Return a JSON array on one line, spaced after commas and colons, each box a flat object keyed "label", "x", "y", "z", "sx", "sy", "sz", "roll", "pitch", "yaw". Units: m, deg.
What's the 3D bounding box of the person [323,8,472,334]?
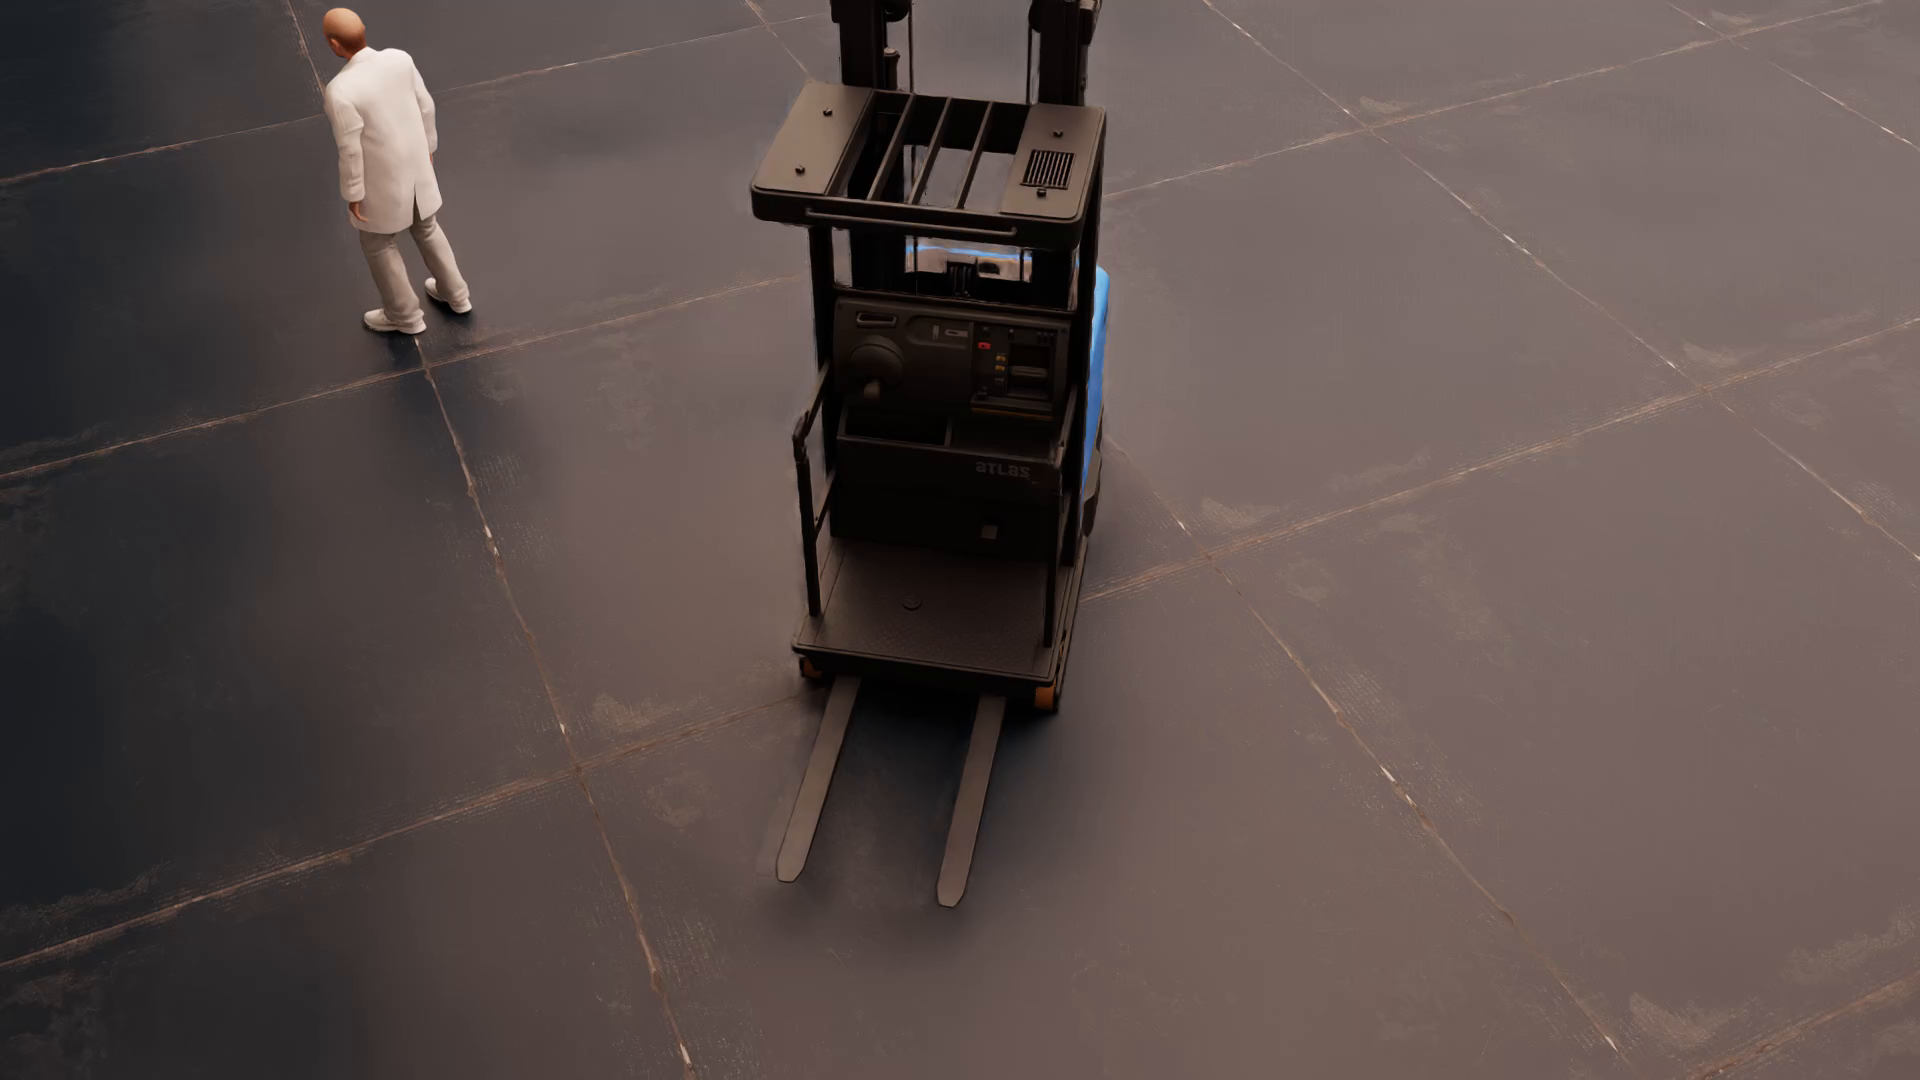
[{"label": "person", "x": -2.951, "y": -1.892, "z": 8.564, "sx": 0.459, "sy": 1.779, "sz": 0.651, "roll": 24, "pitch": 48, "yaw": 23}]

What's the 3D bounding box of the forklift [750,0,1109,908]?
[{"label": "forklift", "x": -0.075, "y": -0.624, "z": 6.348, "sx": 1.130, "sy": 2.935, "sz": 3.031, "roll": 7, "pitch": 43, "yaw": 8}]
